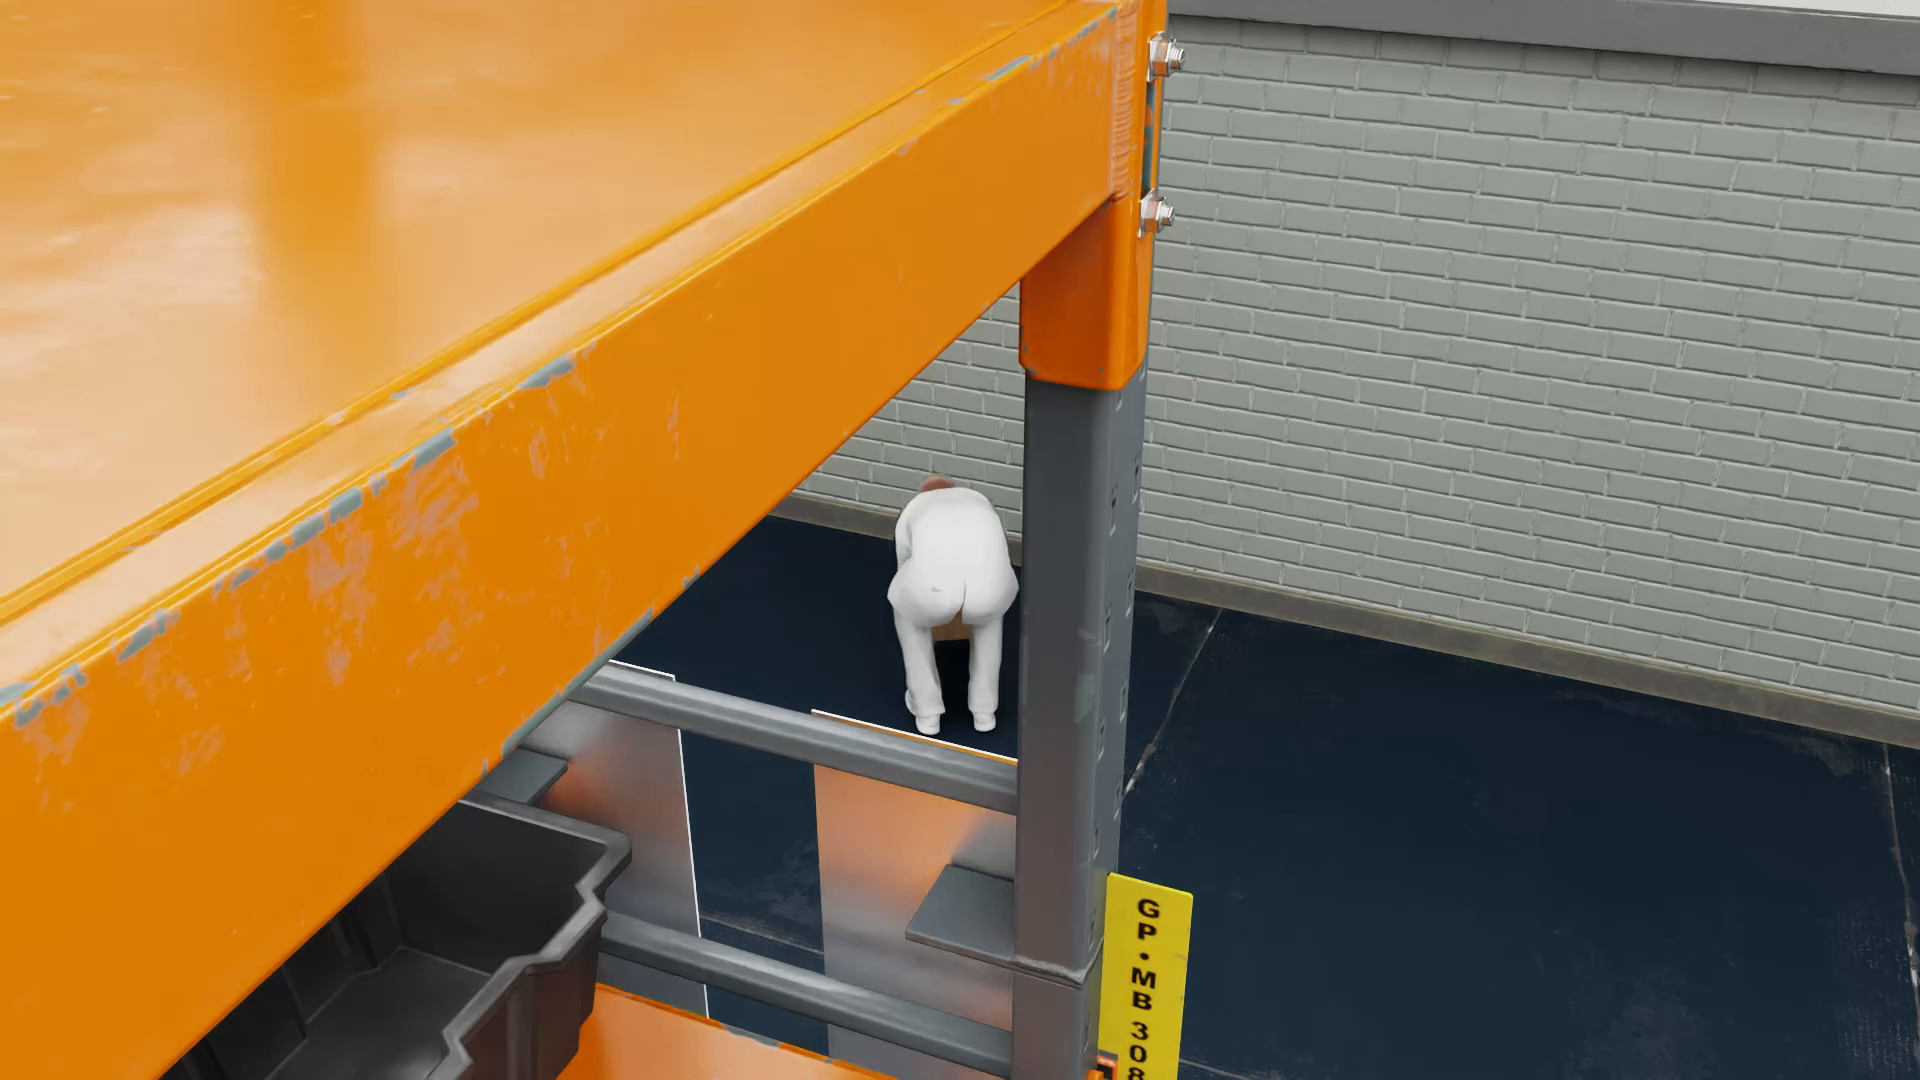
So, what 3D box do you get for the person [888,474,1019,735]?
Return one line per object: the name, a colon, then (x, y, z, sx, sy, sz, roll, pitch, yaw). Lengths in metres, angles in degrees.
person: (-0.055, 0.229, 7.461, 0.584, 1.065, 0.947, -4, 30, -8)
